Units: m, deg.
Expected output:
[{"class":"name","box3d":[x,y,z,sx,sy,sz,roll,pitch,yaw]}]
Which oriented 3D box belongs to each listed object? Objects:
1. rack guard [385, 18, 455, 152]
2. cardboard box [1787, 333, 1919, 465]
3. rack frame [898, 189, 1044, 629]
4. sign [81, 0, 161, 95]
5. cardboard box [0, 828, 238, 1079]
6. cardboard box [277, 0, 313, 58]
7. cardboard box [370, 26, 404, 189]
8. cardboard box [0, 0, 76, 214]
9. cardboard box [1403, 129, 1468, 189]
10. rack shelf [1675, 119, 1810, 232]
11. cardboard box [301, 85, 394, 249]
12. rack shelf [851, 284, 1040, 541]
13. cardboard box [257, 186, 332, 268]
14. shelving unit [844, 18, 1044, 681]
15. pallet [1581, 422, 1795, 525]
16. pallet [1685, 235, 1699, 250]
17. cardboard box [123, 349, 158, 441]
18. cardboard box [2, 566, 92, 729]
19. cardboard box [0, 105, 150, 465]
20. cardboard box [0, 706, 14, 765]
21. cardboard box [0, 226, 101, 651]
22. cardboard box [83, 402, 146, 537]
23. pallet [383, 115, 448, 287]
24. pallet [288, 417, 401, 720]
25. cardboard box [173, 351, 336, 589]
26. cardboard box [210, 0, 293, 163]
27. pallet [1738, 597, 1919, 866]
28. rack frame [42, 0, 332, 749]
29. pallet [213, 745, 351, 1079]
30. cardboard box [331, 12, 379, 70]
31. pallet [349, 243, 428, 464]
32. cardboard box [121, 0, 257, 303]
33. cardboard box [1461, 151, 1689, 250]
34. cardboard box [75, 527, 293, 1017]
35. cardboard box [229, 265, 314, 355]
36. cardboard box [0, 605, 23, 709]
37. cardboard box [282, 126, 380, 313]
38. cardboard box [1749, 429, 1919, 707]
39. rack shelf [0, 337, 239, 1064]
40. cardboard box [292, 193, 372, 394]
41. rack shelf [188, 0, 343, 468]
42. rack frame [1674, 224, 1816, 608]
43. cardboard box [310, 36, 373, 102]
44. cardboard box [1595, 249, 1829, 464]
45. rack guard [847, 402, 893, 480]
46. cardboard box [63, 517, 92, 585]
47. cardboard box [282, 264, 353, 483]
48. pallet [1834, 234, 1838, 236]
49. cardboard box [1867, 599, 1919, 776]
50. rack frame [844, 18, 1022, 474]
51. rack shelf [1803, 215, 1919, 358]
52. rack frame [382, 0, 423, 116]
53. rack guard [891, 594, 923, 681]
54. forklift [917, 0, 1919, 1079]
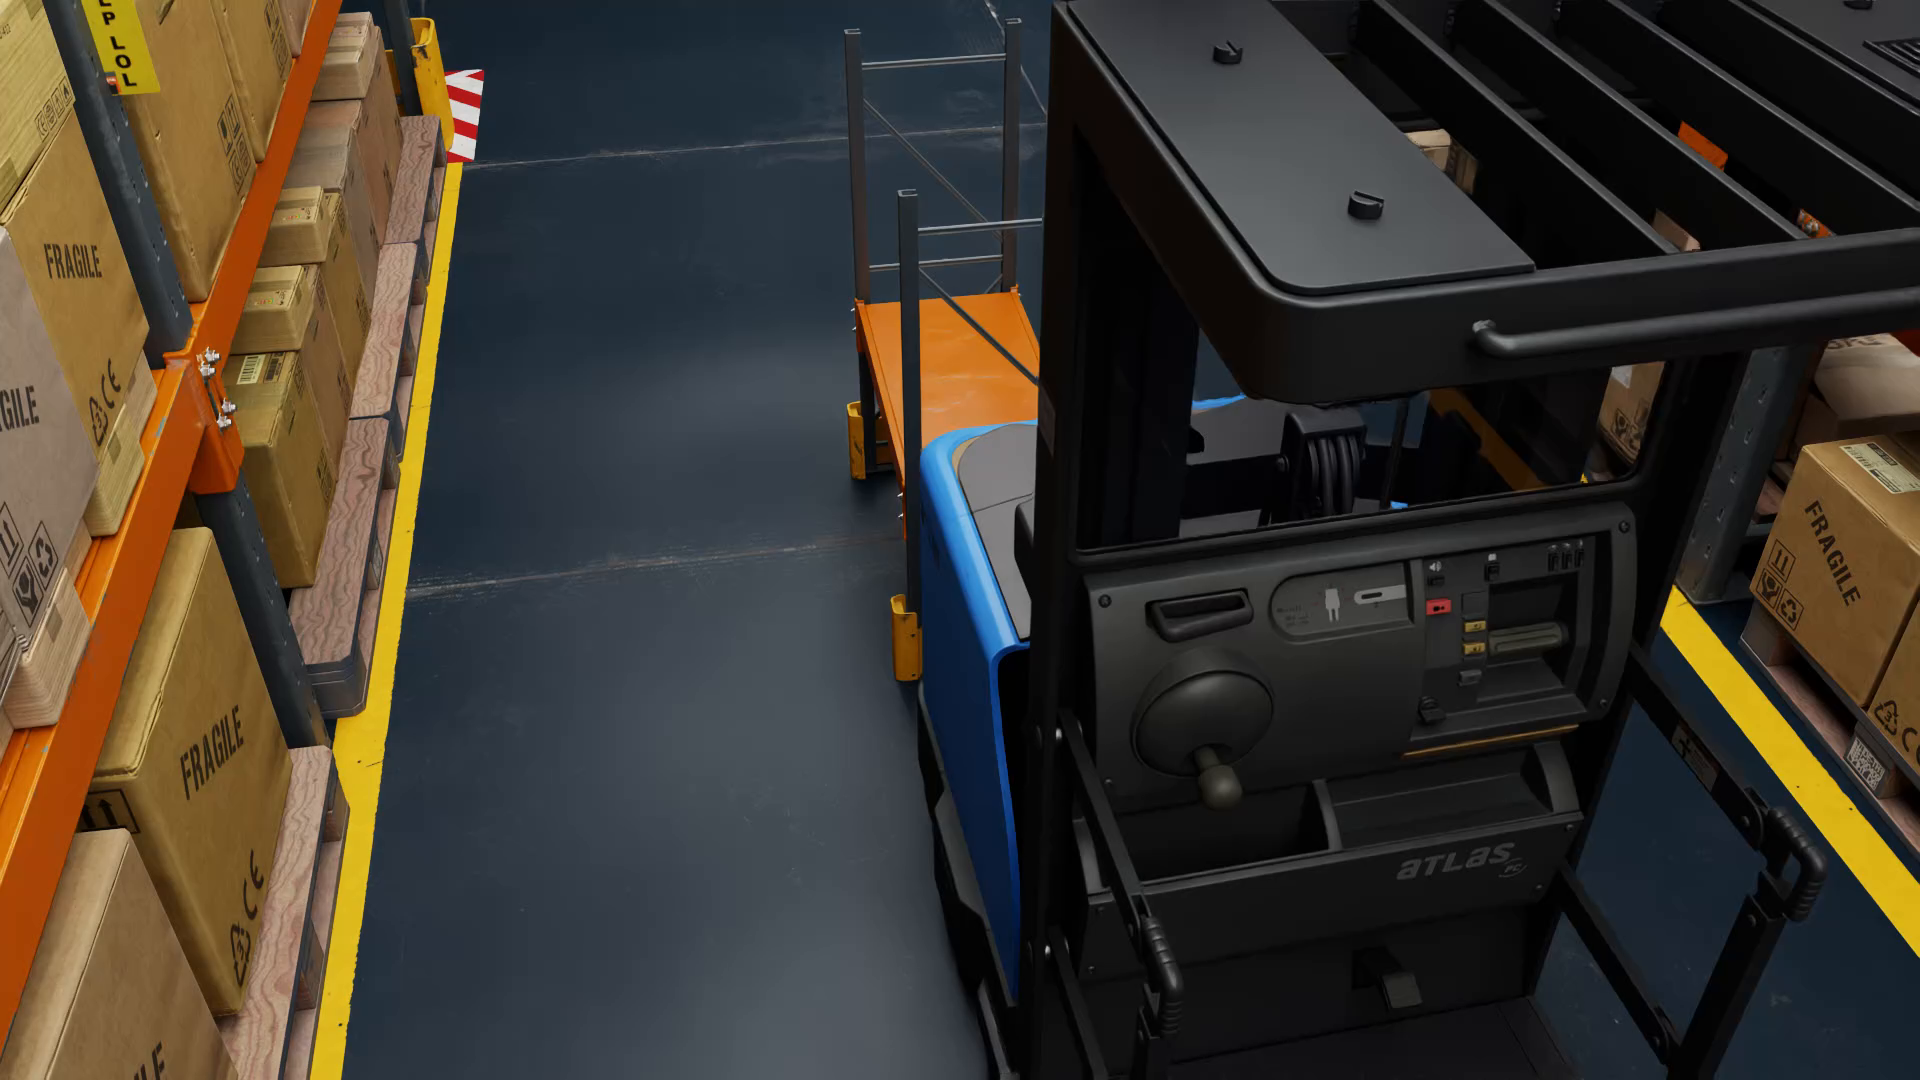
[{"class":"rack guard","box3d":[-2.900,-1.981,7.392,1.175,0.500,0.348,-6,38,-8]},{"class":"cardboard box","box3d":[2.821,-0.461,5.232,0.500,0.311,0.500,-6,38,-8]},{"class":"rack frame","box3d":[0.104,-0.234,4.328,0.500,1.500,0.032,-6,38,-8]},{"class":"sign","box3d":[-1.662,-1.028,3.248,0.100,0.325,0.005,-6,38,-8]},{"class":"cardboard box","box3d":[-1.794,1.061,2.849,0.750,0.750,0.750,-5,38,-7]},{"class":"cardboard box","box3d":[-2.533,-1.865,4.961,0.980,0.700,0.700,-8,39,-10]},{"class":"cardboard box","box3d":[-2.674,-1.720,6.714,0.700,0.500,0.500,-6,38,-8]},{"class":"cardboard box","box3d":[-1.861,-0.744,2.811,0.500,0.250,0.500,-5,38,-7]},{"class":"cardboard box","box3d":[1.972,-1.613,6.764,0.500,0.250,0.500,-6,38,-8]},{"class":"rack shelf","box3d":[2.331,-1.996,5.961,1.077,0.370,4.000,-6,38,-8]},{"class":"cardboard box","box3d":[-2.587,-1.418,6.325,0.700,0.500,0.500,-6,38,-8]},{"class":"rack shelf","box3d":[0.015,-0.399,4.834,0.538,0.185,1.000,-6,38,-8]},{"class":"cardboard box","box3d":[-2.197,-0.977,5.229,0.380,0.149,0.250,-7,38,-9]},{"class":"shelving unit","box3d":[0.013,-0.546,4.731,0.587,1.500,1.083,-6,38,-8]},{"class":"pallet","box3d":[2.563,-0.386,5.575,1.003,0.211,1.213,-6,38,-8]},{"class":"pallet","box3d":[2.345,-1.124,6.526,1.003,0.211,1.213,-6,38,-8]},{"class":"cardboard box","box3d":[-1.856,-0.272,3.344,0.380,0.149,0.250,-6,38,-8]},{"class":"cardboard box","box3d":[-1.684,0.192,2.746,0.380,0.149,0.250,-6,38,-8]},{"class":"cardboard box","box3d":[-1.865,-0.451,3.045,0.500,0.500,0.500,-7,38,-9]},{"class":"cardboard box","box3d":[-1.706,0.347,2.547,0.380,0.149,0.250,-6,38,-8]},{"class":"cardboard box","box3d":[-1.766,-0.143,2.649,0.500,0.500,0.500,-6,38,-8]},{"class":"cardboard box","box3d":[-1.789,-0.122,3.151,0.380,0.149,0.250,-6,38,-7]},{"class":"pallet","box3d":[-2.678,-1.378,6.851,1.003,0.211,1.213,-6,38,-8]},{"class":"pallet","box3d":[-2.251,0.096,4.954,1.003,0.211,1.213,-6,38,-8]},{"class":"cardboard box","box3d":[-2.224,-0.179,4.730,0.700,0.500,0.500,-6,38,-7]},{"class":"cardboard box","box3d":[-2.396,-1.427,4.397,0.980,0.700,0.700,-7,38,-9]},{"class":"pallet","box3d":[2.862,0.516,4.414,1.003,0.211,1.213,-6,38,-8]},{"class":"rack frame","box3d":[-2.194,-0.537,3.497,1.000,3.000,0.127,-6,38,-8]},{"class":"pallet","box3d":[-1.985,1.022,3.763,1.003,0.211,1.213,-6,38,-8]},{"class":"cardboard box","box3d":[-2.472,-1.918,6.441,0.380,0.149,0.250,-7,38,-8]},{"class":"pallet","box3d":[-2.468,-0.642,5.905,1.003,0.211,1.213,-6,38,-8]},{"class":"cardboard box","box3d":[-2.273,-0.985,3.829,0.980,0.700,0.700,-6,38,-7]},{"class":"cardboard box","box3d":[2.348,-1.395,6.276,0.797,0.503,0.637,-6,38,-8]},{"class":"cardboard box","box3d":[-1.952,0.524,3.540,0.750,0.750,0.750,-6,38,-7]},{"class":"cardboard box","box3d":[-2.105,-0.661,4.823,0.380,0.149,0.250,-5,38,-6]},{"class":"cardboard box","box3d":[-1.686,0.161,2.258,0.500,0.500,0.500,-6,38,-8]},{"class":"cardboard box","box3d":[-2.498,-1.114,5.934,0.700,0.500,0.500,-7,38,-9]},{"class":"cardboard box","box3d":[2.527,0.059,4.408,0.500,0.500,0.500,-8,39,-10]},{"class":"rack shelf","box3d":[-1.844,0.955,2.163,1.077,0.370,4.000,-6,38,-8]},{"class":"cardboard box","box3d":[-2.397,-0.793,5.521,0.700,0.500,0.500,-5,38,-7]},{"class":"rack shelf","box3d":[-2.545,-1.461,5.272,1.077,0.370,4.000,-6,38,-8]},{"class":"rack frame","box3d":[2.682,-1.072,4.185,1.000,3.000,0.127,-6,38,-8]},{"class":"cardboard box","box3d":[-2.427,-1.764,6.242,0.380,0.149,0.250,-5,38,-7]},{"class":"cardboard box","box3d":[2.303,-0.573,5.221,0.500,0.500,0.500,-6,38,-8]},{"class":"rack guard","box3d":[-0.074,-0.353,5.501,0.587,0.250,0.087,-6,38,-8]},{"class":"cardboard box","box3d":[-1.788,0.039,2.944,0.380,0.149,0.250,-5,38,-7]},{"class":"cardboard box","box3d":[-2.309,-0.483,5.121,0.700,0.500,0.500,-7,38,-8]},{"class":"pallet","box3d":[2.715,-0.502,3.608,1.003,0.211,1.213,-6,38,-8]},{"class":"cardboard box","box3d":[2.631,0.380,3.994,0.500,0.500,0.500,-6,38,-7]},{"class":"rack frame","box3d":[-0.074,-0.848,5.119,0.500,1.500,0.032,-6,38,-8]},{"class":"rack shelf","box3d":[3.033,0.420,2.851,1.077,0.370,4.000,-6,38,-8]},{"class":"rack frame","box3d":[-2.896,-2.953,6.607,1.000,3.000,0.127,-6,38,-8]},{"class":"rack guard","box3d":[0.101,0.248,4.727,0.587,0.250,0.087,-6,38,-8]},{"class":"forklift","box3d":[0.707,0.261,2.525,1.130,2.935,3.031,-8,38,-10]}]
